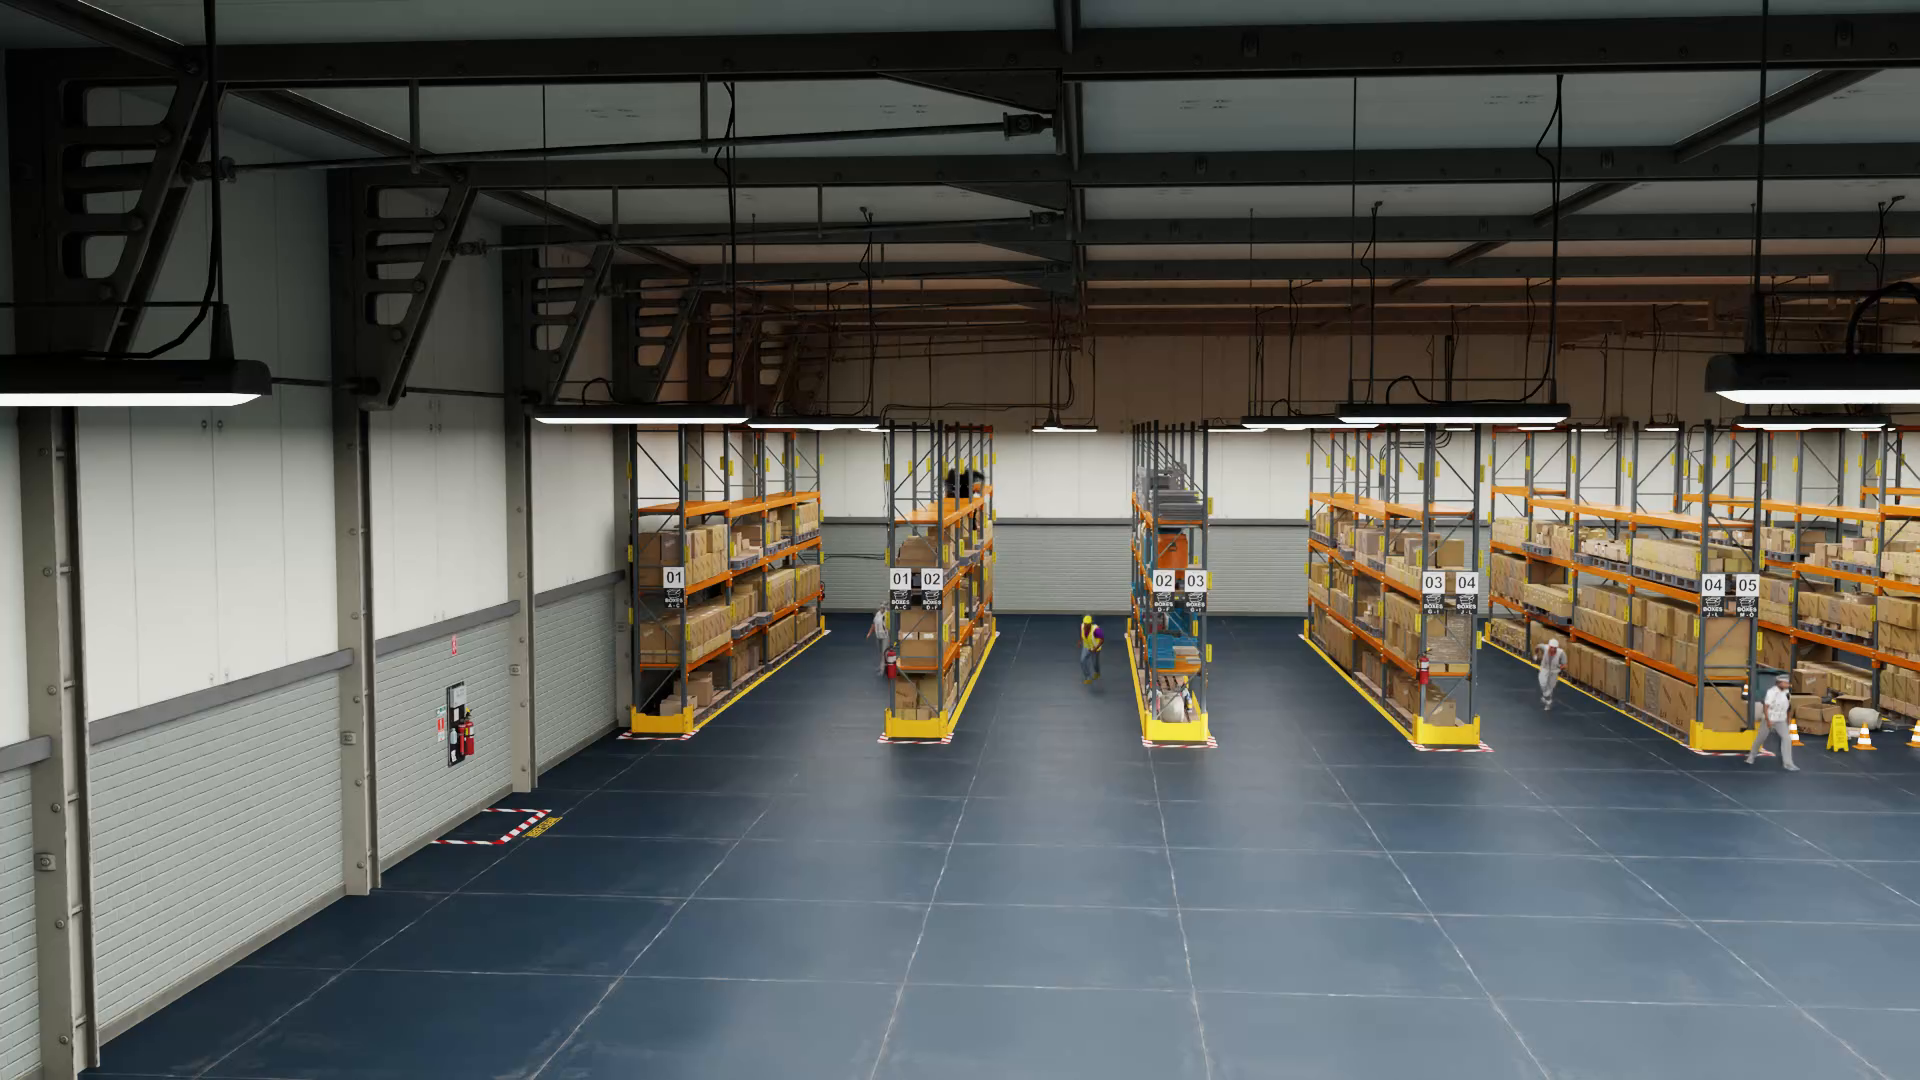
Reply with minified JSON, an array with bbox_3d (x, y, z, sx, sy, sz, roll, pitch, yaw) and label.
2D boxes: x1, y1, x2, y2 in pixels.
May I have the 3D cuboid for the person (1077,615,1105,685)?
[{"bbox_3d":[3.049,2.483,38.198,0.716,1.601,1.115,2,4,26],"label":"person"}]

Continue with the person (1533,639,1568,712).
[{"bbox_3d":[12.288,2.774,34.631,0.667,1.544,1.174,1,4,18],"label":"person"}]

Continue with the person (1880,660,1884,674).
[{"bbox_3d":[21.789,2.399,39.012,0.655,1.699,0.905,0,4,-1],"label":"person"}]

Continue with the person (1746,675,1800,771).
[{"bbox_3d":[14.009,3.101,28.606,0.627,1.623,0.871,-1,4,-13],"label":"person"}]

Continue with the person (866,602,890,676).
[{"bbox_3d":[-1.881,2.342,39.938,0.730,1.747,0.781,3,5,39],"label":"person"}]
